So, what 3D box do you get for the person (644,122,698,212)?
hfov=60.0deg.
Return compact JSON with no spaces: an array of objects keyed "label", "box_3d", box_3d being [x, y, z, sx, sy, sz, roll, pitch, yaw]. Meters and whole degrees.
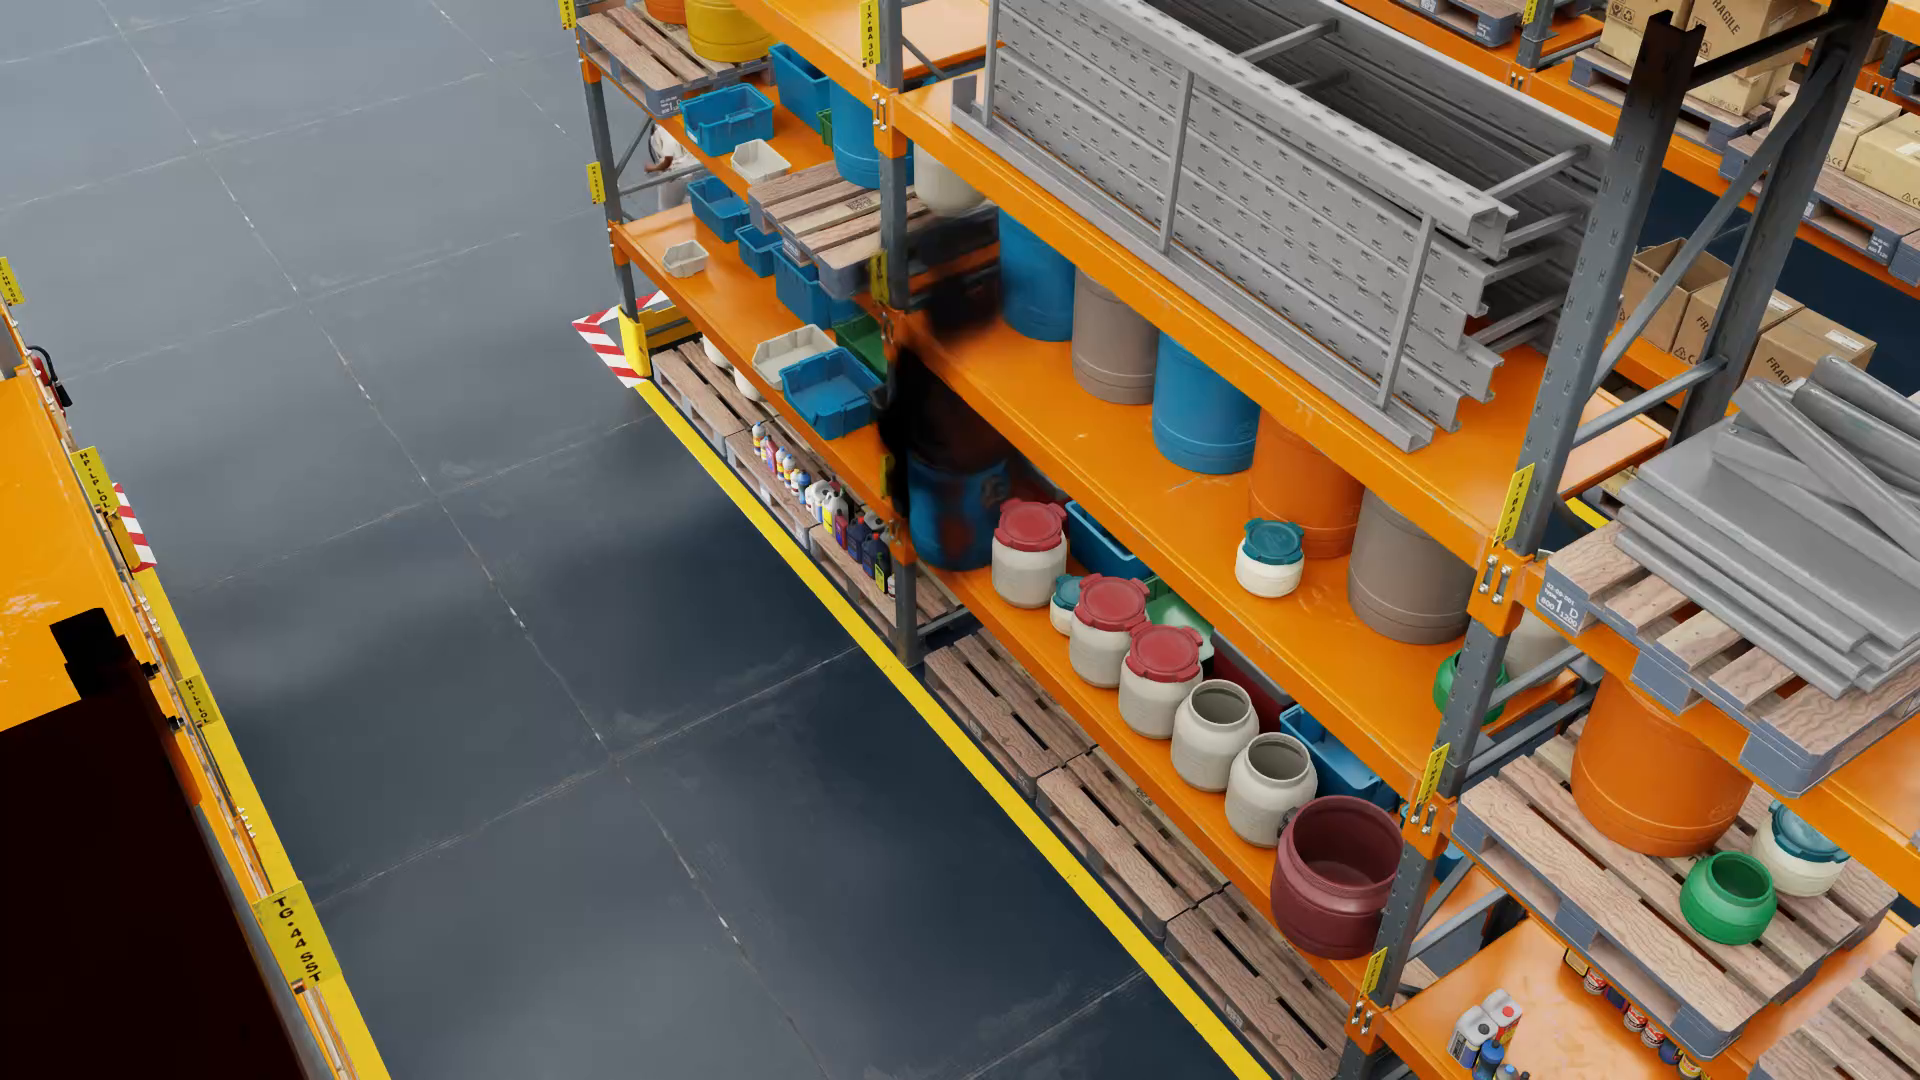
[{"label":"person","box_3d":[-2.363,-3.122,13.951,0.564,1.635,0.574,5,43,5]}]
